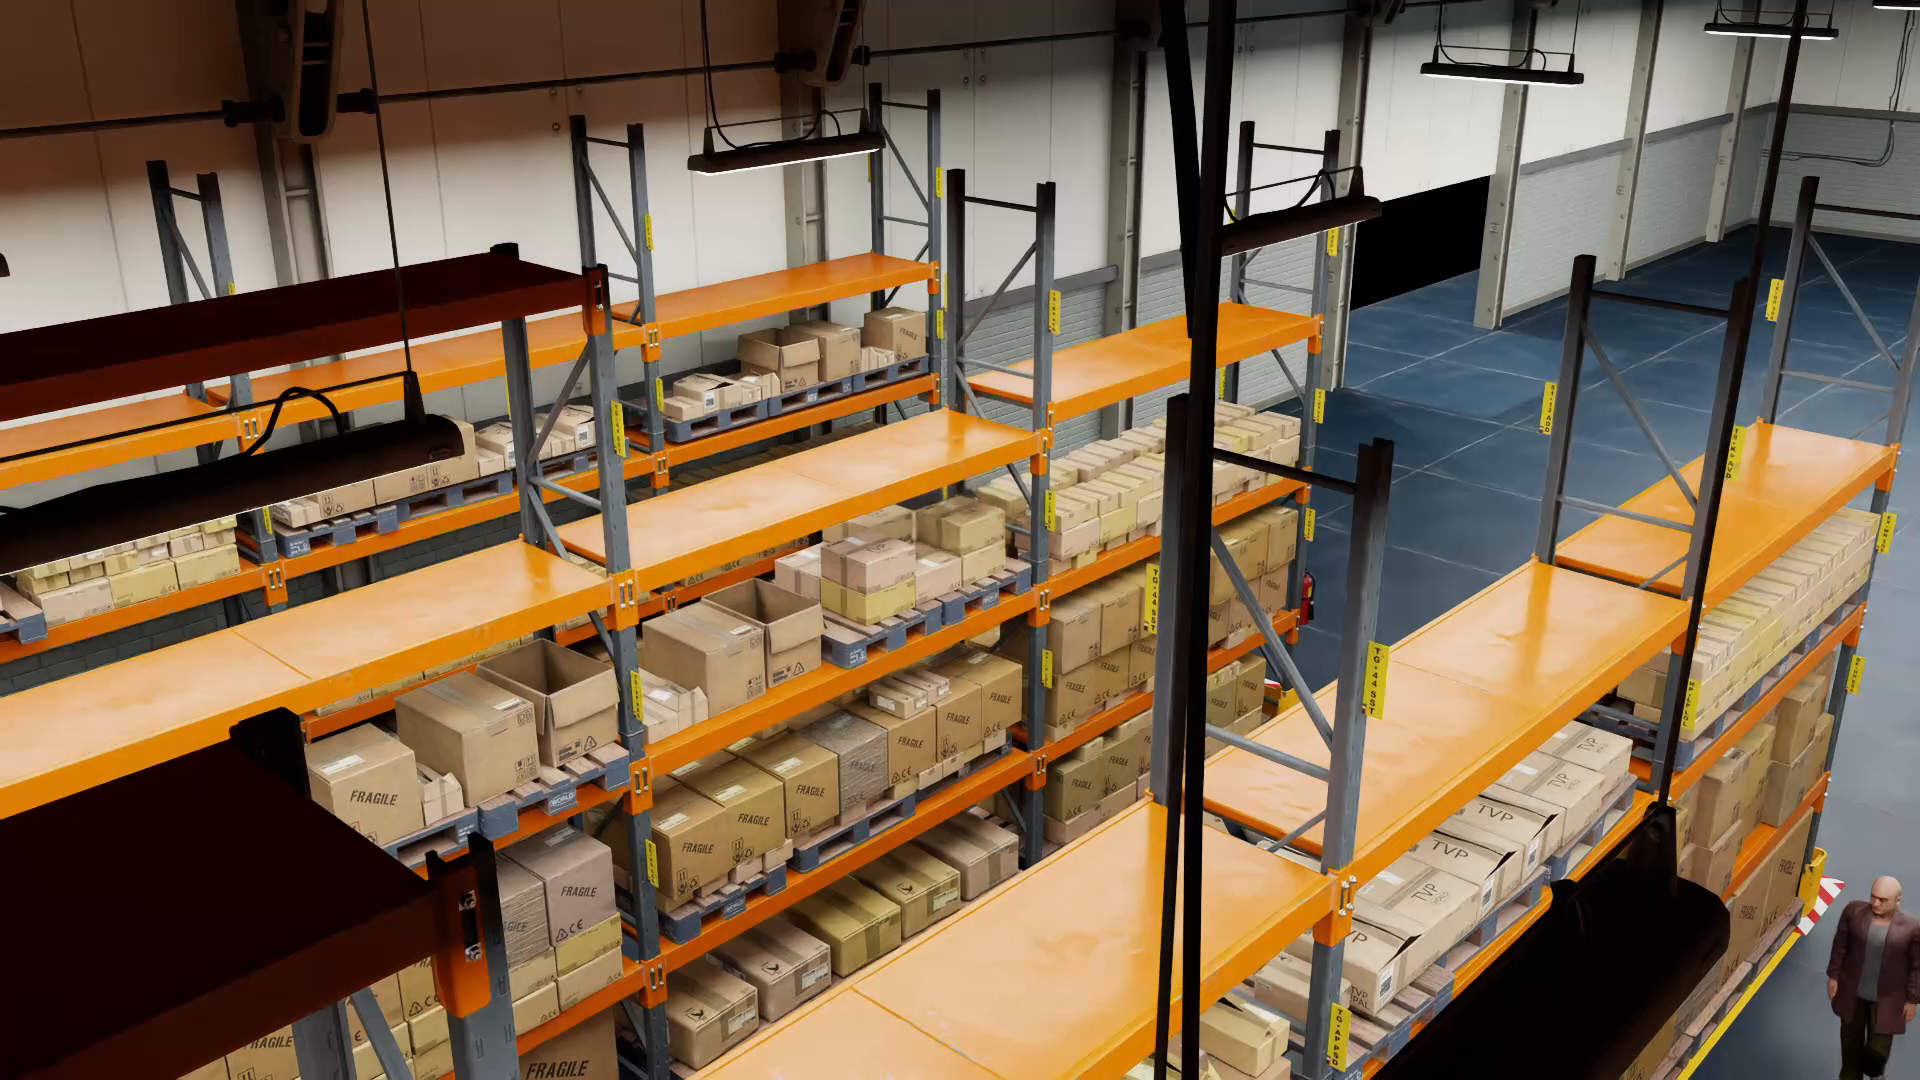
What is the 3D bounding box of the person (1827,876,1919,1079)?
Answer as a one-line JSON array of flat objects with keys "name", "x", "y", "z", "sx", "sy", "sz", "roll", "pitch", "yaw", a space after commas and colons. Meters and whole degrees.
[{"name": "person", "x": 6.340, "y": 3.106, "z": 11.533, "sx": 0.613, "sy": 1.776, "sz": 0.498, "roll": 19, "pitch": 28, "yaw": 40}]
